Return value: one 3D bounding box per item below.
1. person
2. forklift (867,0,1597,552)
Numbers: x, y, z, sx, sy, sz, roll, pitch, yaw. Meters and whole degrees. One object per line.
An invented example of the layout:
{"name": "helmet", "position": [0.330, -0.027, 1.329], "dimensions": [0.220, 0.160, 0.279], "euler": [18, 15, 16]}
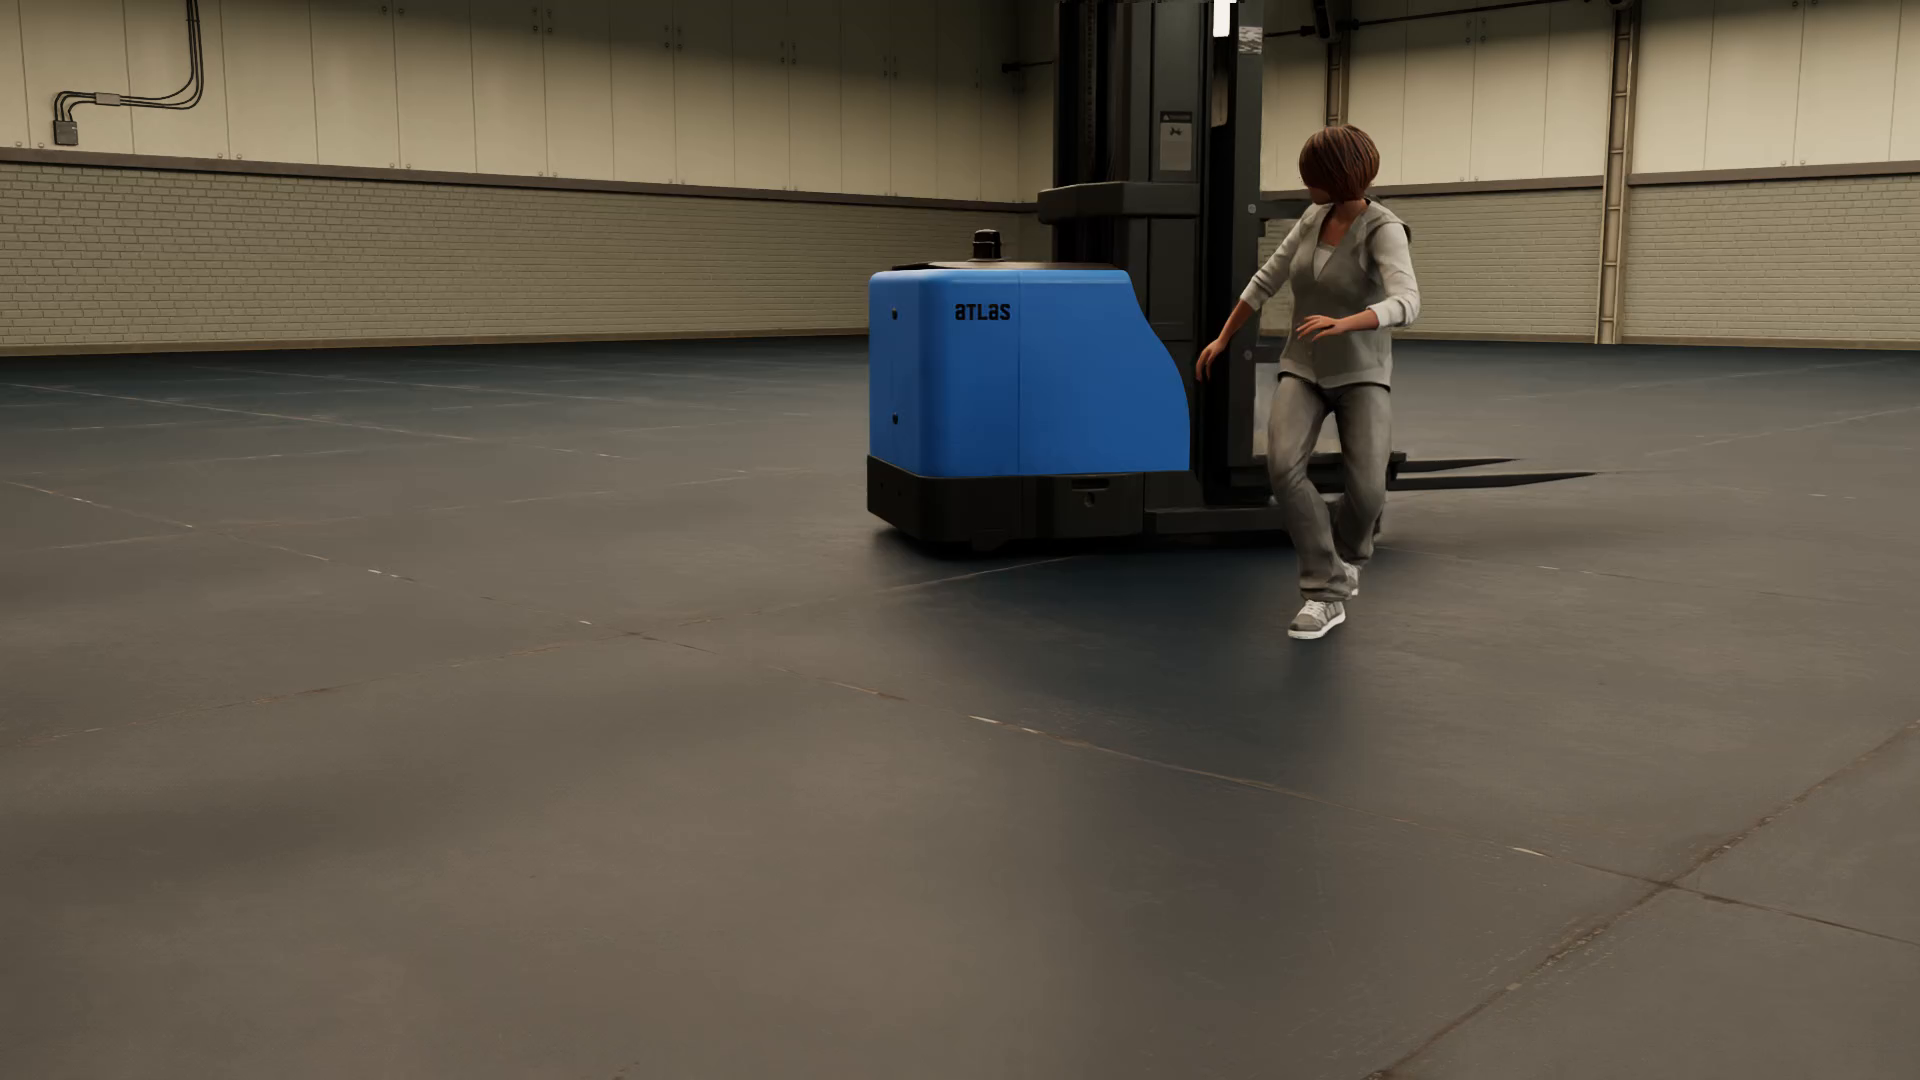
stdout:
{"name": "person", "position": [1.015, -0.468, 4.942], "dimensions": [0.745, 1.474, 0.770], "euler": [6, 10, 34]}
{"name": "forklift", "position": [1.182, -1.502, 6.847], "dimensions": [3.031, 2.935, 1.130], "euler": [-2, 9, -16]}
